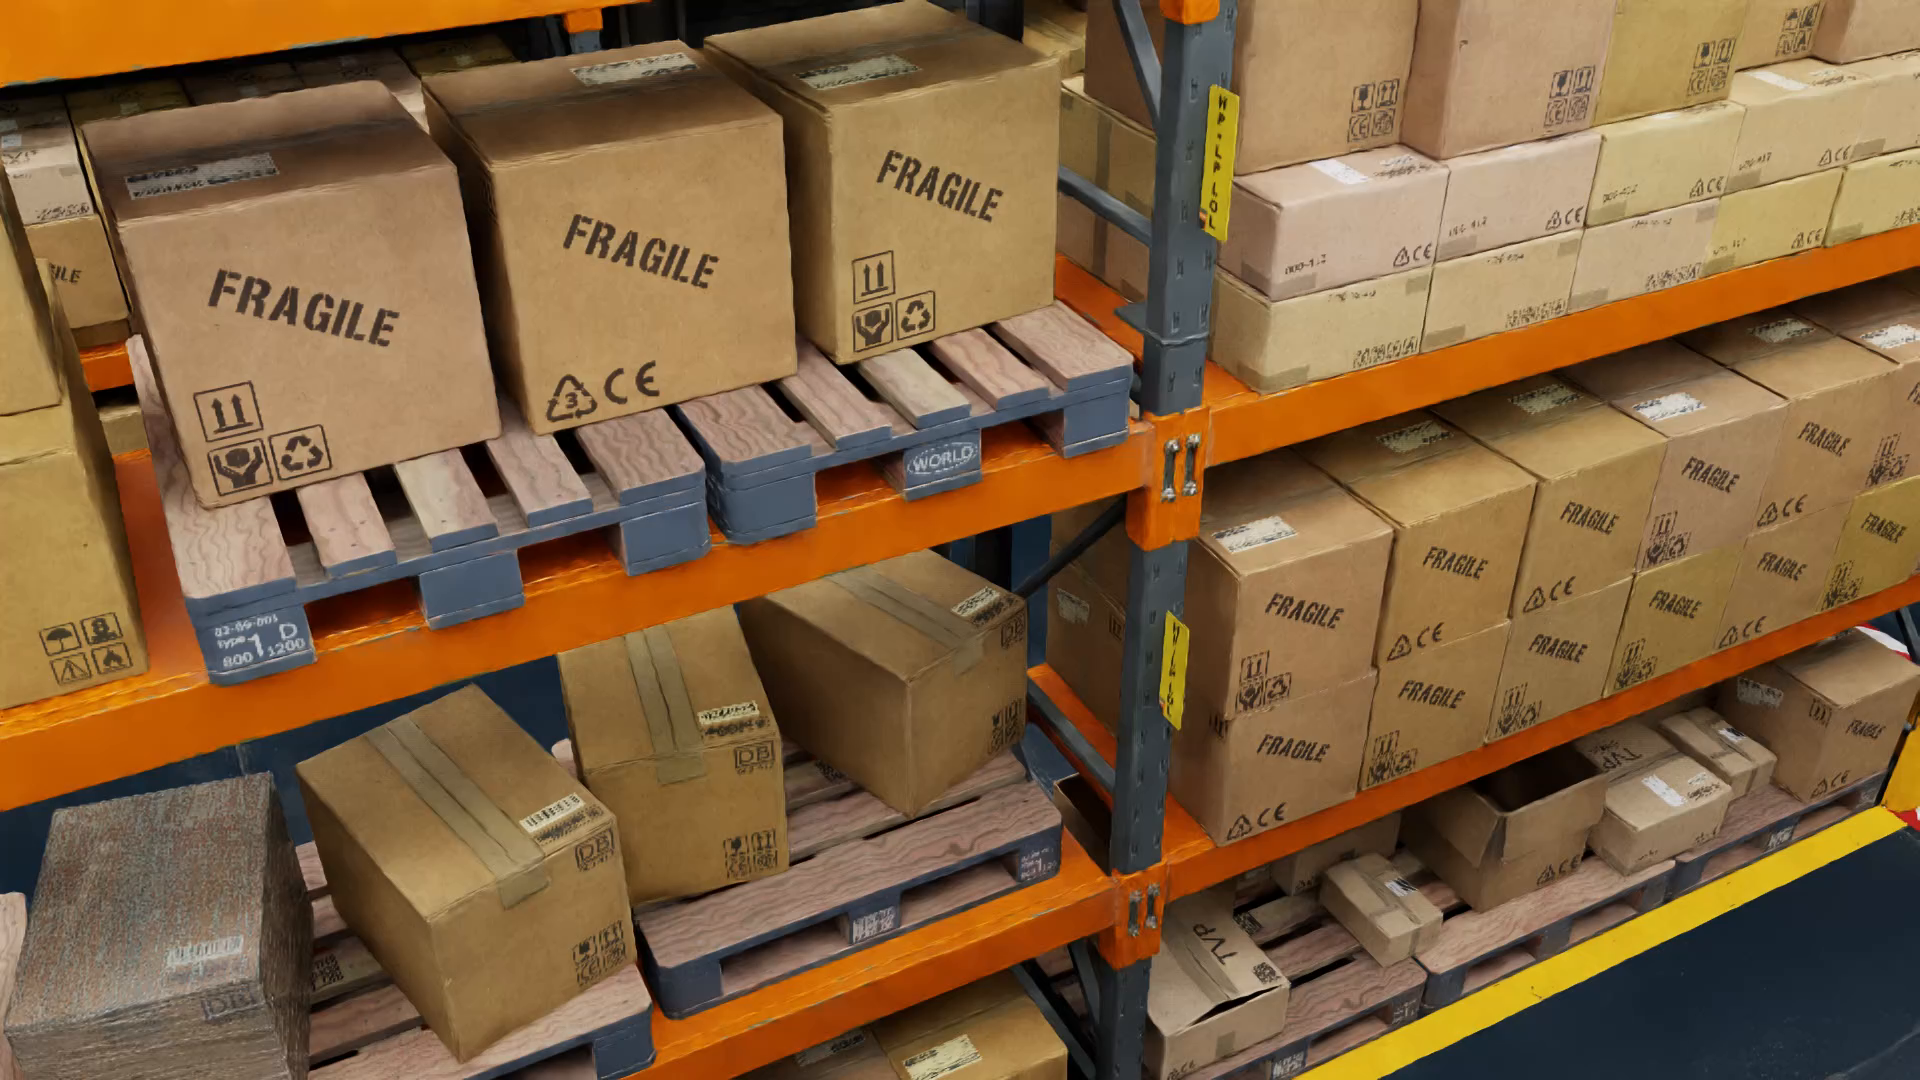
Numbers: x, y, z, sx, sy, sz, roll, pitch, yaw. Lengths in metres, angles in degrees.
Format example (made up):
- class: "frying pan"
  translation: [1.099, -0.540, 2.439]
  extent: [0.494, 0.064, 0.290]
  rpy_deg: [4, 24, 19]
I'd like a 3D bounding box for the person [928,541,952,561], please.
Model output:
- class: "person"
  translation: [-0.287, -0.127, 7.310]
  extent: [0.579, 1.679, 0.529]
  rpy_deg: [12, 35, 17]
